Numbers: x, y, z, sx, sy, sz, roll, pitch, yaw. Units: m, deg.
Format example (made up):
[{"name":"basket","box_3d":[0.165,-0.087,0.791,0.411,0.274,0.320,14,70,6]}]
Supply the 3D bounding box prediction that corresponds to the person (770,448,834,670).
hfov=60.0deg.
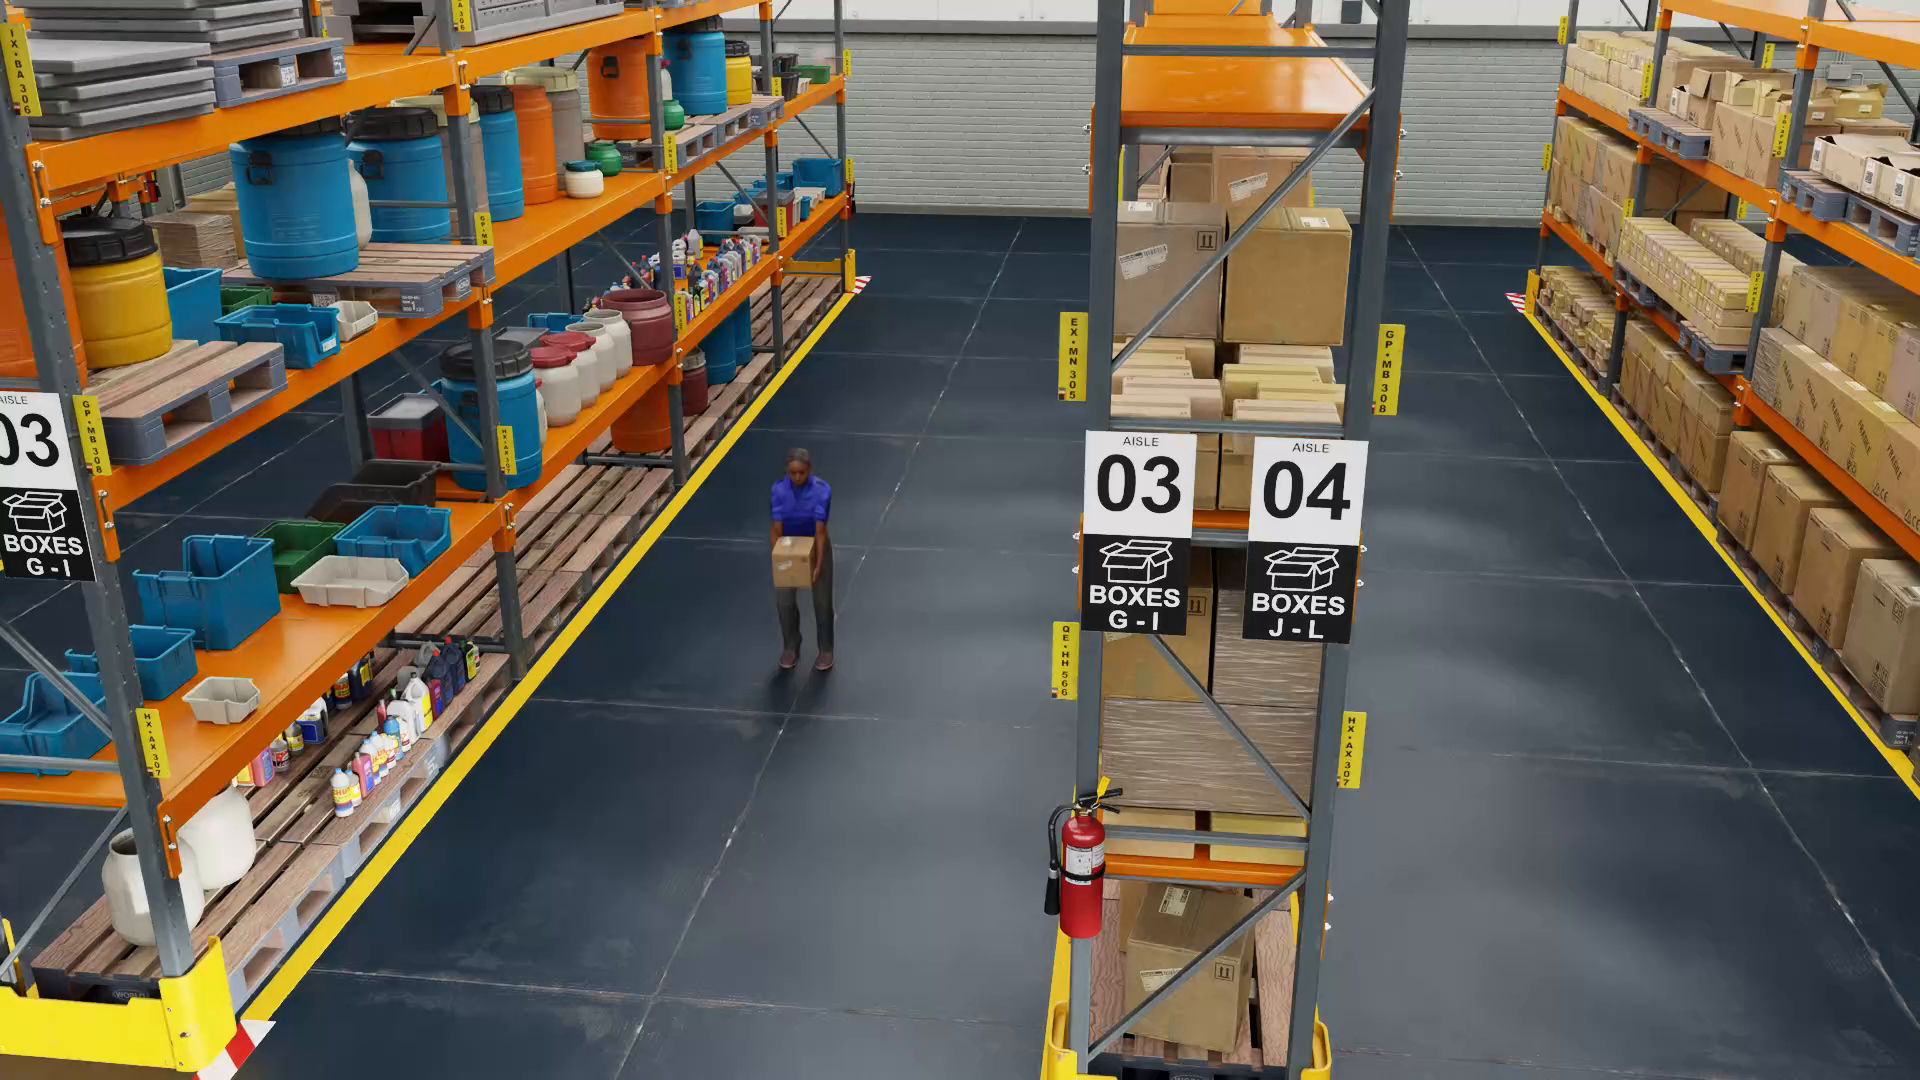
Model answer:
[{"name":"person","box_3d":[-1.063,0.131,11.234,0.413,1.607,0.552,2,21,5]}]
